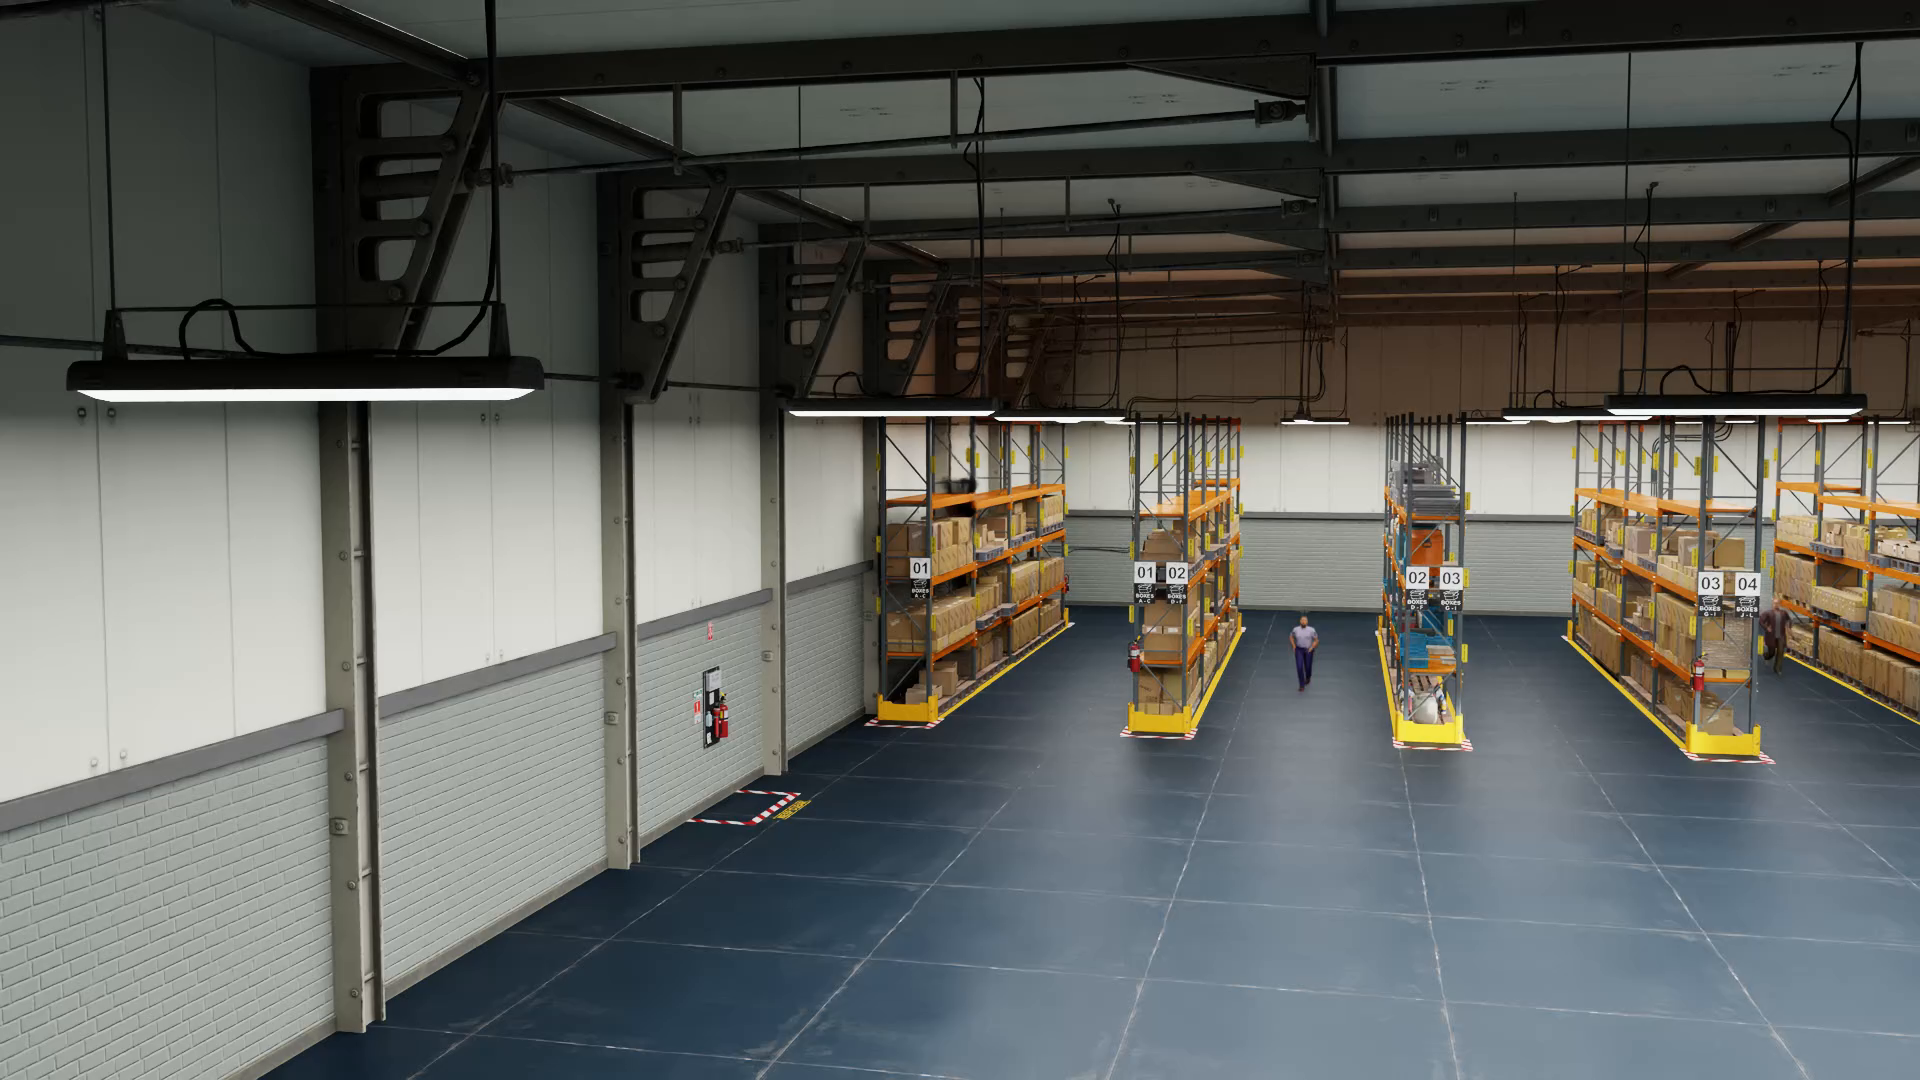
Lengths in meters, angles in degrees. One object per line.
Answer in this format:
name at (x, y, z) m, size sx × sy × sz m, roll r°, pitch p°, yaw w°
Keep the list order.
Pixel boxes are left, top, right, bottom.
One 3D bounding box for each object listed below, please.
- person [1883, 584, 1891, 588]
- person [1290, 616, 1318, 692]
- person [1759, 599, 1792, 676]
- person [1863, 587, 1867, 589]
person at (24.674, 1.959, 44.321) m, size 0.544 × 1.556 × 0.544 m, roll 1°, pitch 4°, yaw 11°
person at (7.525, 2.460, 36.383) m, size 0.618 × 1.629 × 0.742 m, roll 1°, pitch 4°, yaw 13°
person at (18.947, 2.241, 38.599) m, size 0.725 × 1.746 × 1.006 m, roll 1°, pitch 4°, yaw 13°
person at (23.204, 1.960, 42.624) m, size 0.656 × 1.819 × 0.845 m, roll 0°, pitch 4°, yaw 4°
